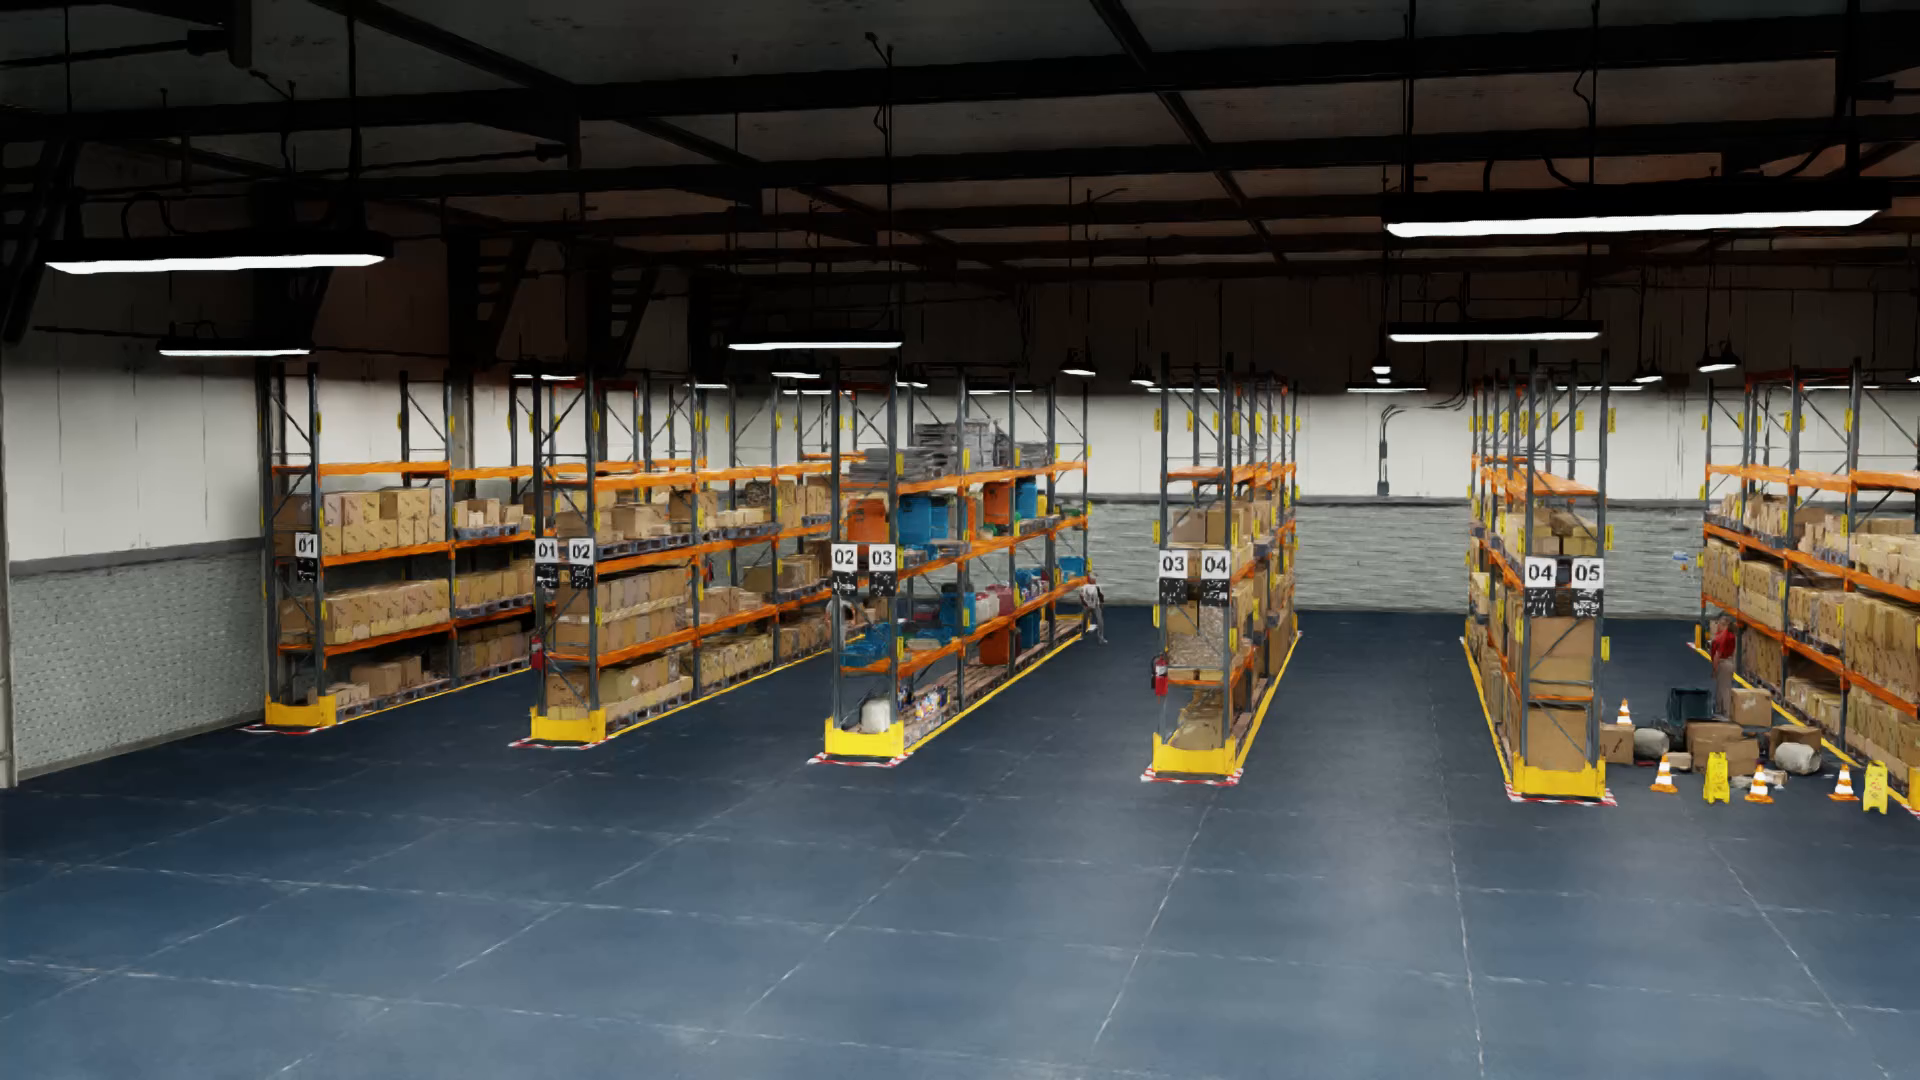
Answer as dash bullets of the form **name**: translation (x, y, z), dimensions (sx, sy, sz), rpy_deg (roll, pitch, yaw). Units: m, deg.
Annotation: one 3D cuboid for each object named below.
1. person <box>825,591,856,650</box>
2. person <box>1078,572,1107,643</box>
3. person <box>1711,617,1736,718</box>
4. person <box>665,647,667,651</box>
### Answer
- **person**: translation (-2.513, 1.787, 34.492), dimensions (0.572, 1.594, 0.769), rpy_deg (1, 4, 20)
- **person**: translation (3.027, 1.515, 38.012), dimensions (0.612, 1.607, 0.825), rpy_deg (0, 4, -3)
- **person**: translation (12.827, 2.155, 28.048), dimensions (0.586, 1.720, 0.662), rpy_deg (3, 5, 41)
- **person**: translation (-6.368, 1.657, 35.628), dimensions (0.426, 1.662, 0.498), rpy_deg (-1, 4, -13)
